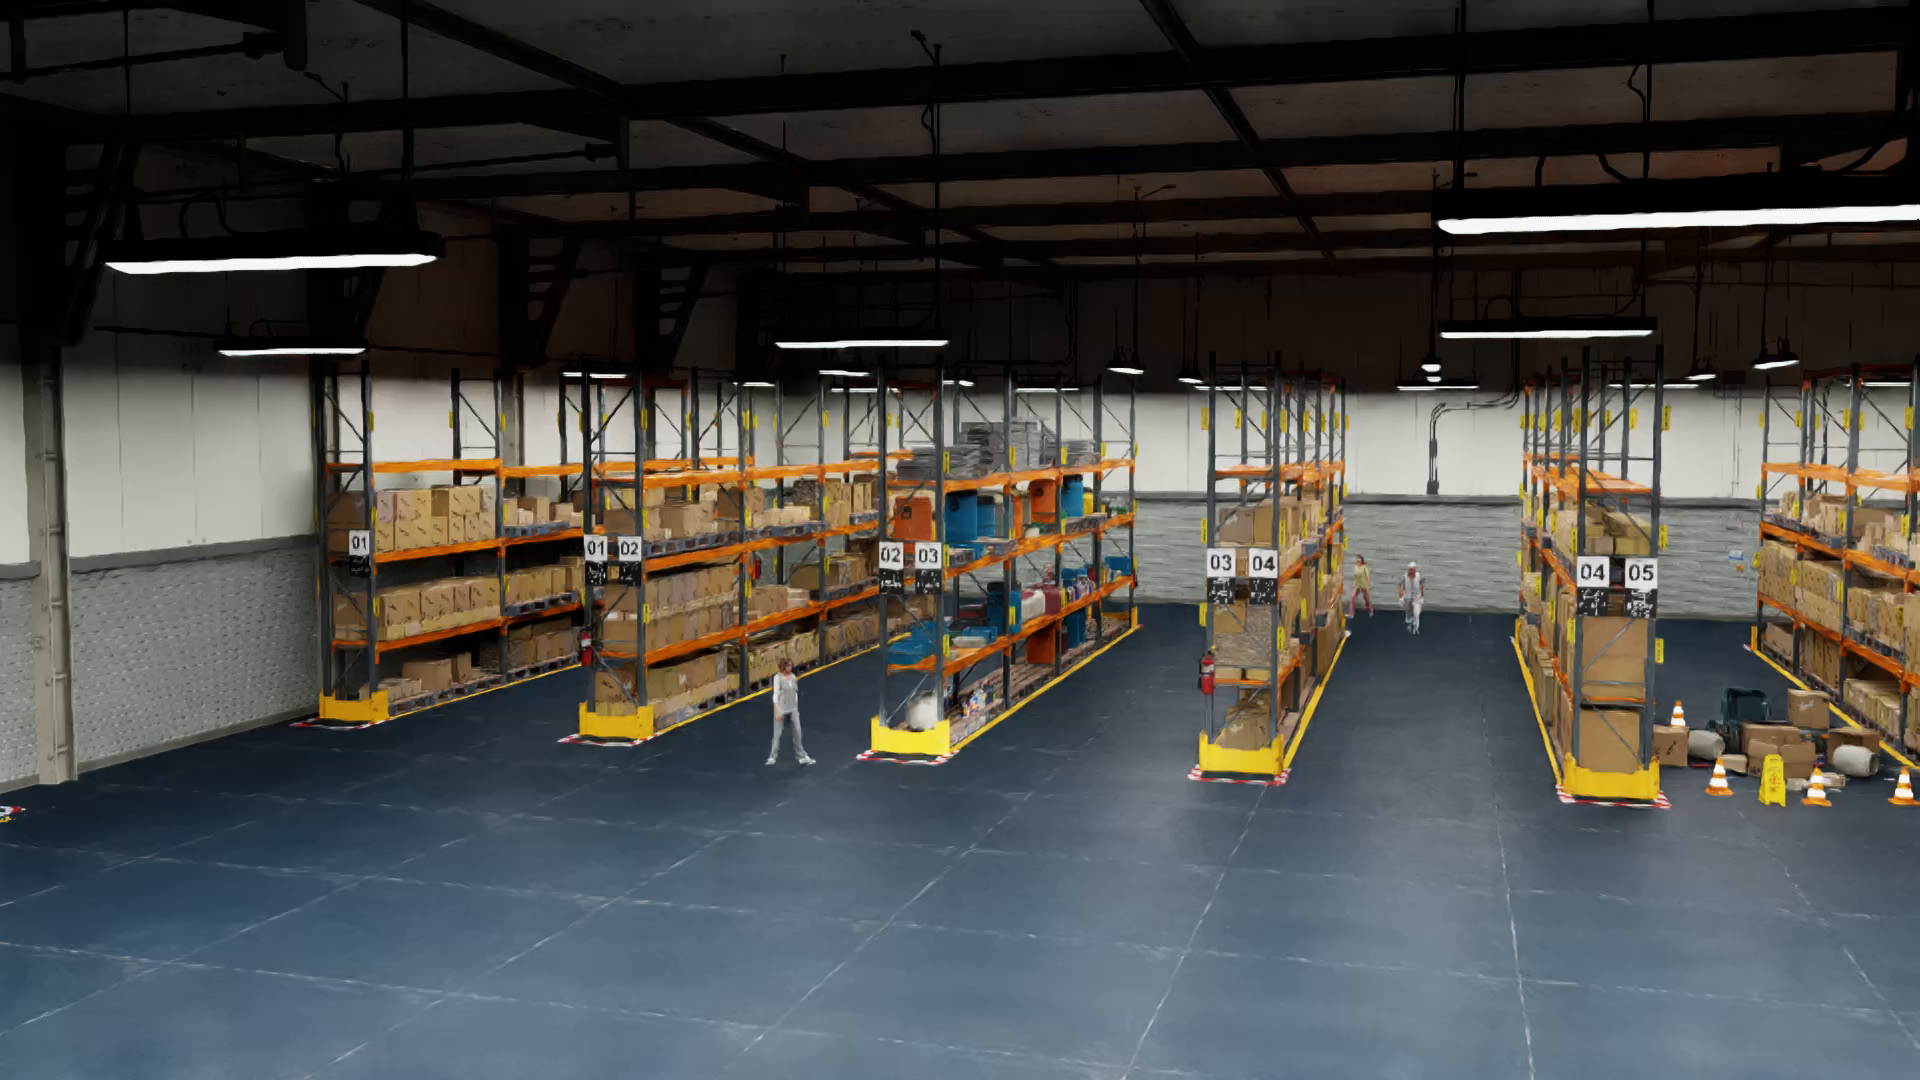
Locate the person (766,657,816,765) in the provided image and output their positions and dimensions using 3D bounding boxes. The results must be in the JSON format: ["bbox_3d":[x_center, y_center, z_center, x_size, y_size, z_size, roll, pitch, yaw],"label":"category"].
[{"bbox_3d":[-2.489,2.472,24.140,0.636,1.586,0.528,-3,5,-39],"label":"person"}]

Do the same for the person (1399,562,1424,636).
[{"bbox_3d":[10.569,1.354,38.927,0.553,1.706,1.123,1,4,18],"label":"person"}]

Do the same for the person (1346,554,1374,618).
[{"bbox_3d":[10.226,1.180,42.399,0.480,1.595,0.958,3,5,38],"label":"person"}]

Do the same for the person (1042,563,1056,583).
[{"bbox_3d":[2.136,1.392,38.536,0.635,1.721,1.046,3,5,36],"label":"person"}]
